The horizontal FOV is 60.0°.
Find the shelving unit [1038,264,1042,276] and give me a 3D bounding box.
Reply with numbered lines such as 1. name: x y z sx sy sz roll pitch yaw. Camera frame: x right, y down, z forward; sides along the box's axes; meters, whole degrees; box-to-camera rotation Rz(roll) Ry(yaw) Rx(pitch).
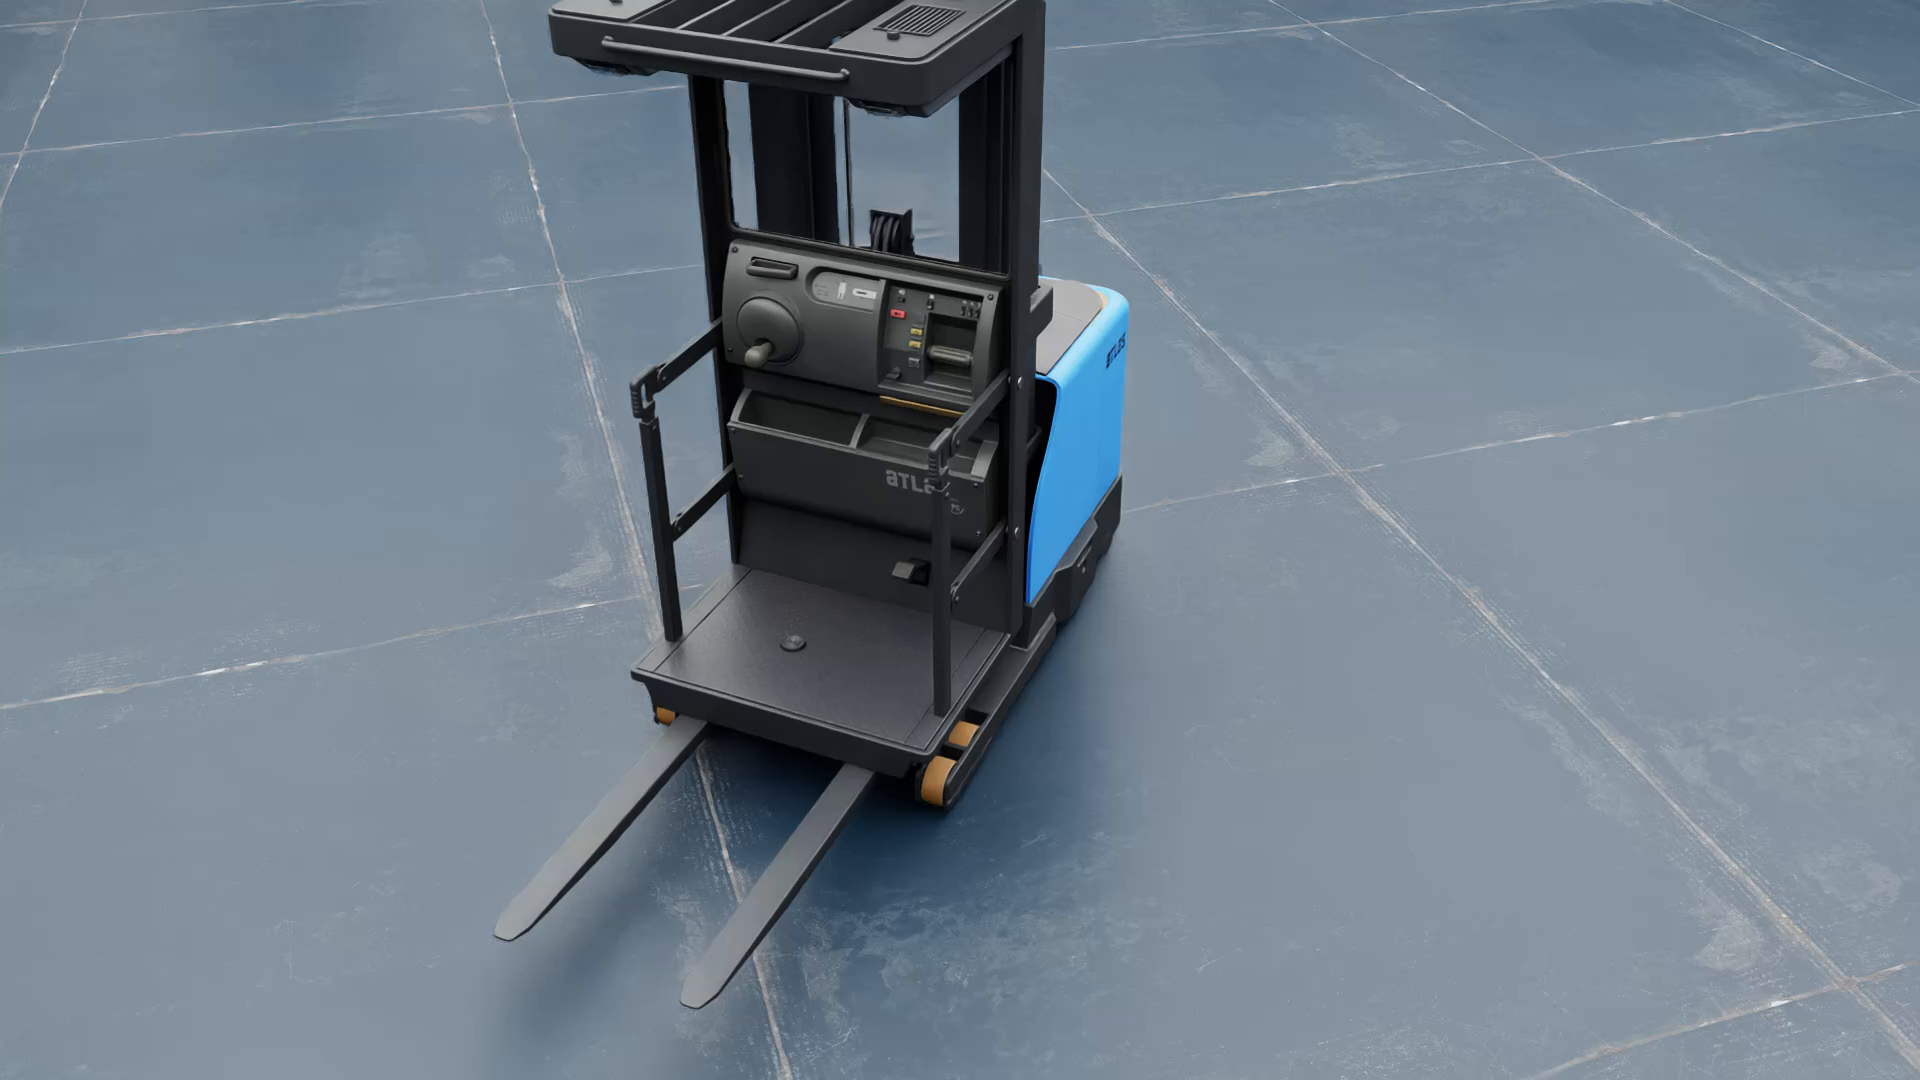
1. shelving unit: 0.213 -0.699 6.855 0.215 1.050 0.252 -2 33 -3

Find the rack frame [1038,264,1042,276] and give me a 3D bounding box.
1. rack frame: 0.220 -0.632 6.754 0.200 1.050 0.008 -2 33 -3

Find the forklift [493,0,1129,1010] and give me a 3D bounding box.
1. forklift: -0.404 -0.621 5.031 1.130 2.935 3.031 13 36 19
